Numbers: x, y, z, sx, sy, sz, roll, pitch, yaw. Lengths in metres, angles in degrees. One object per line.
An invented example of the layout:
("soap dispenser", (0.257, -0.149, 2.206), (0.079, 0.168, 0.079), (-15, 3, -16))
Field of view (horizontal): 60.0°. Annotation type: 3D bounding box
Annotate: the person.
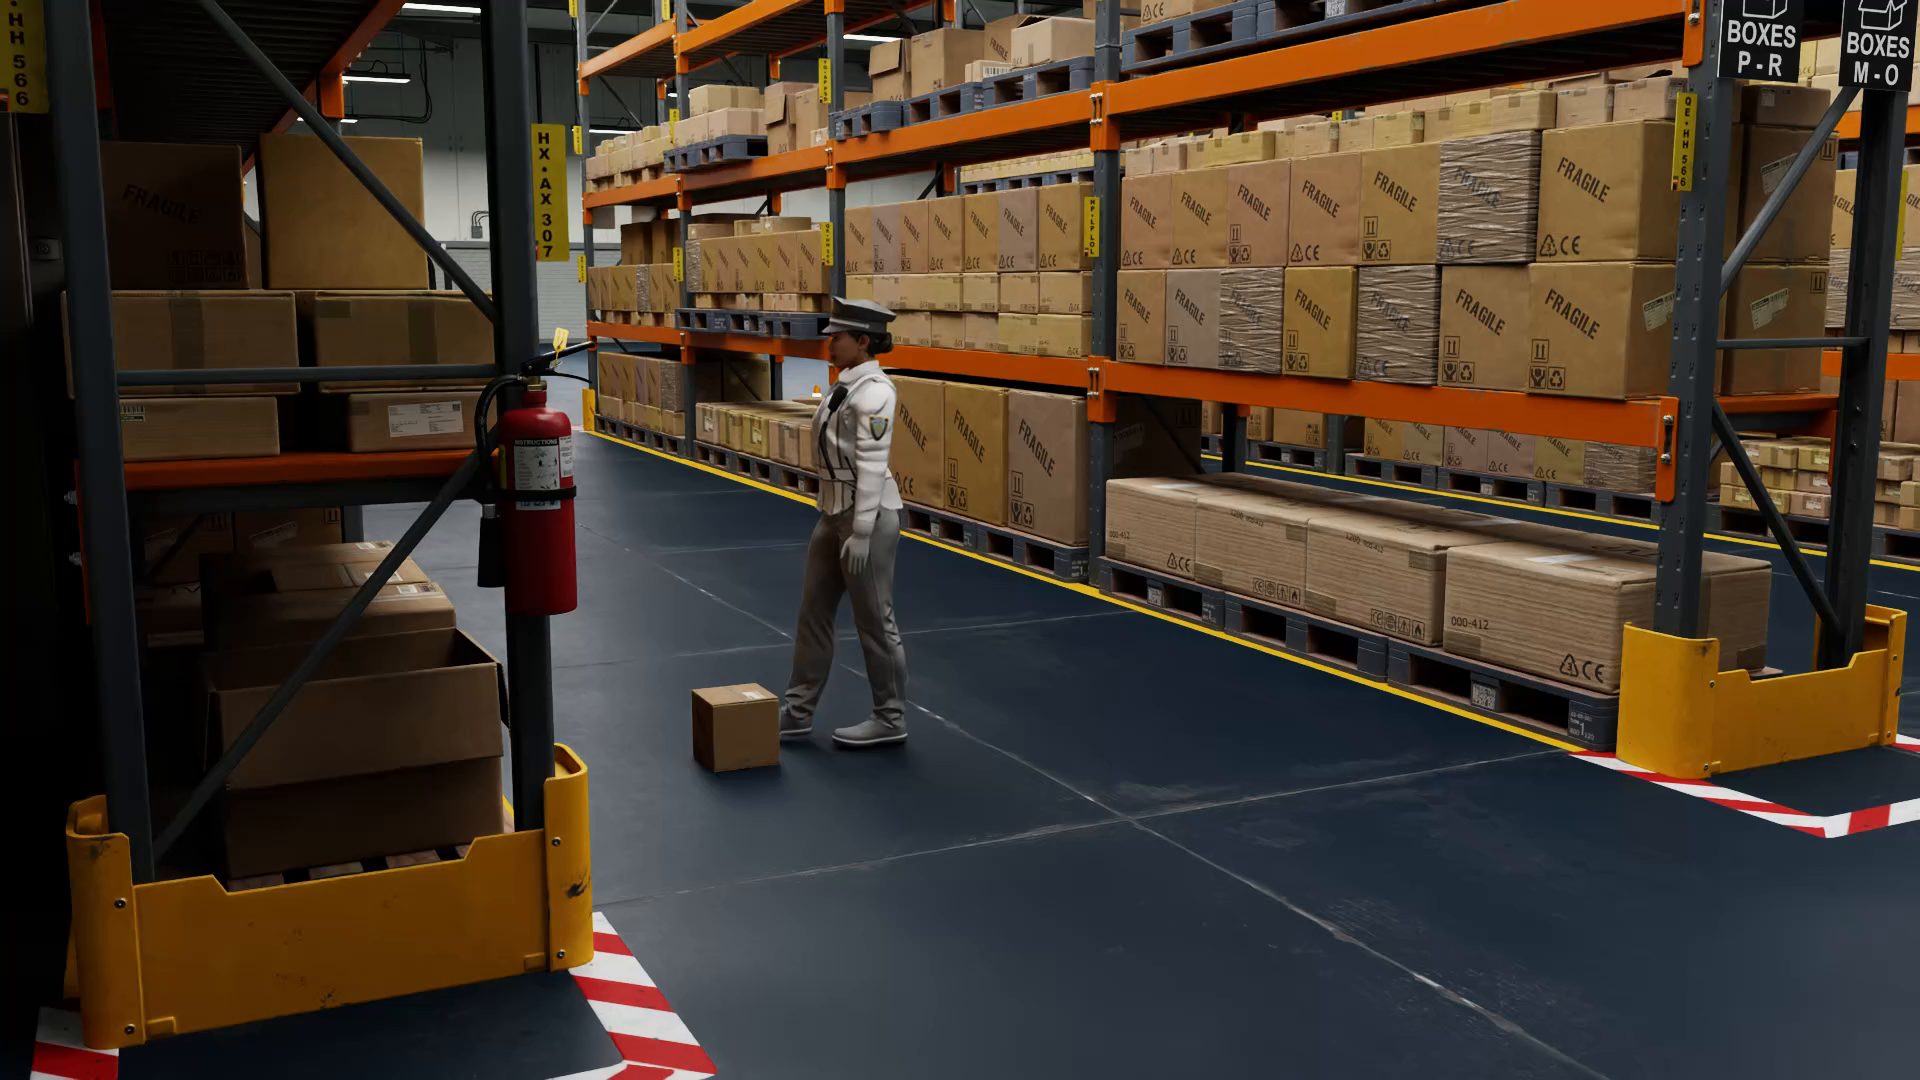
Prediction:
("person", (-0.499, -0.055, 6.111), (0.612, 1.668, 0.481), (-3, 9, -20))
